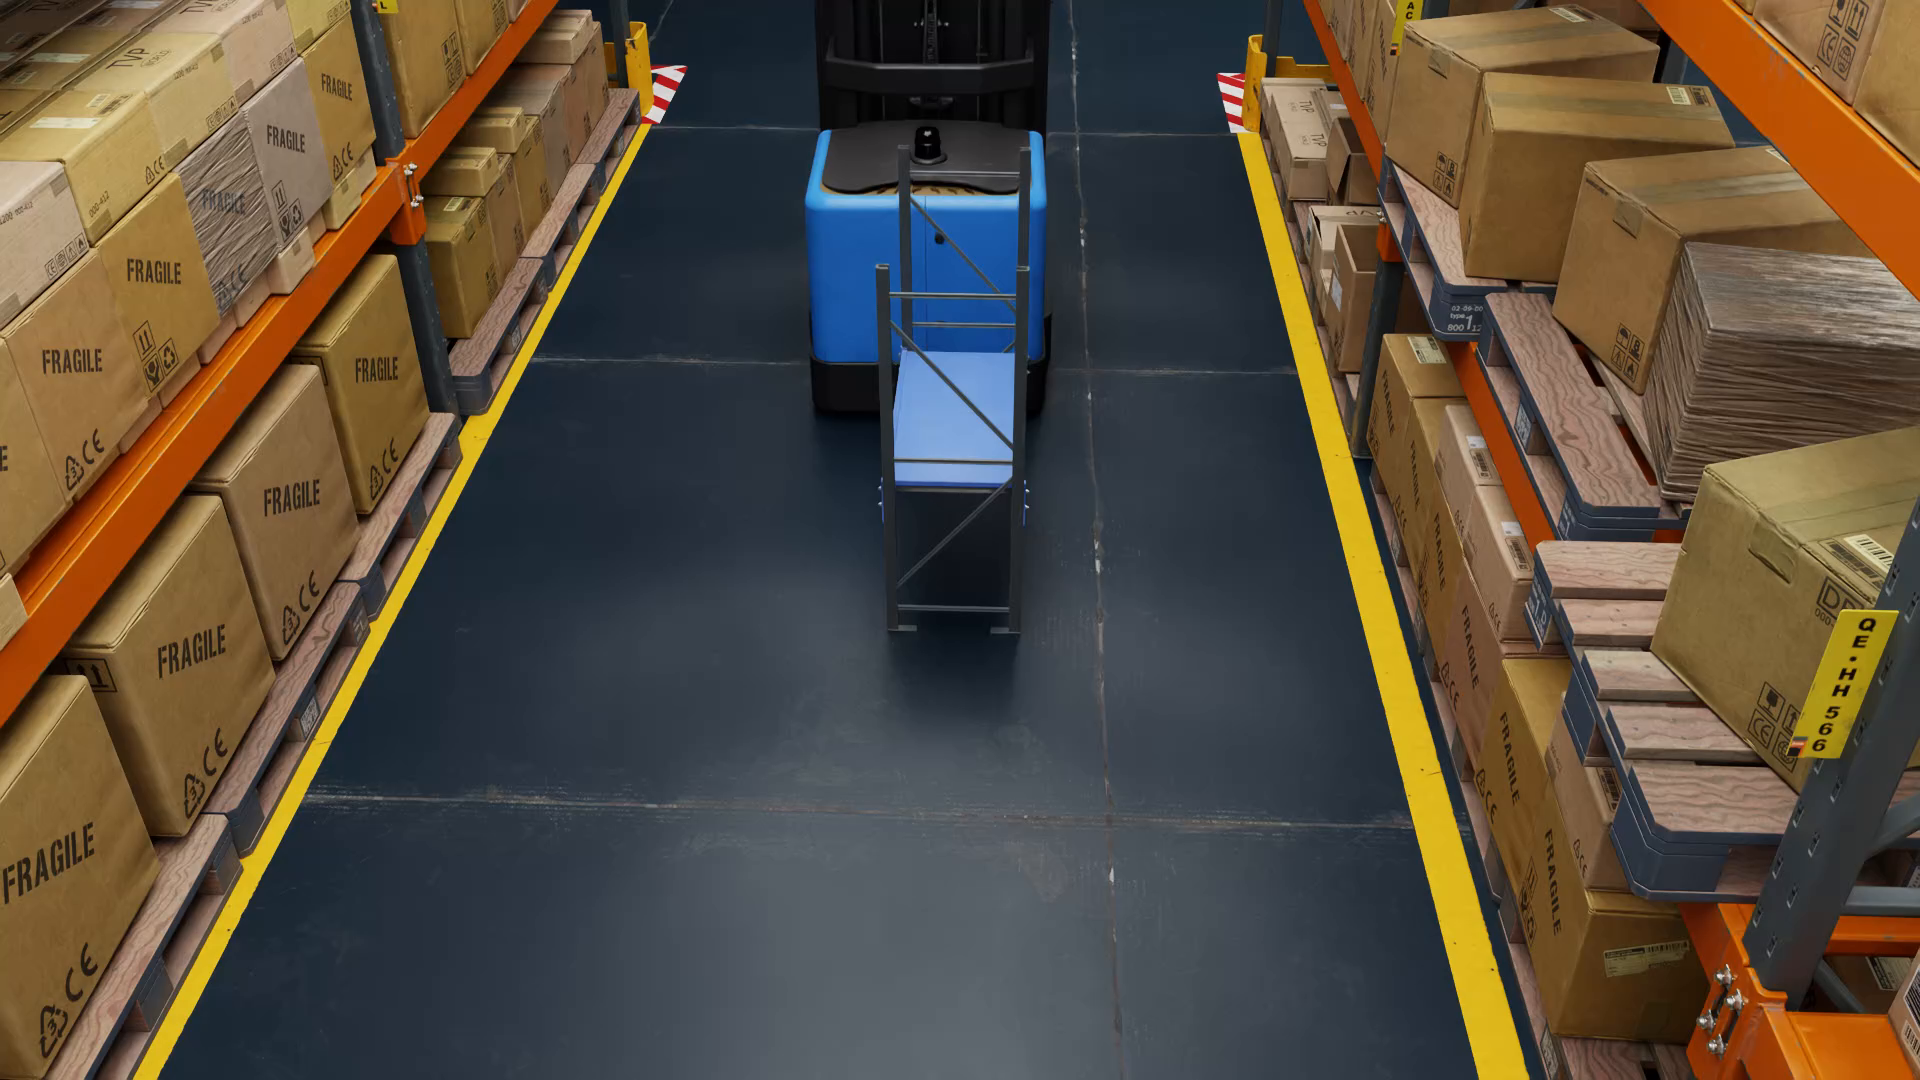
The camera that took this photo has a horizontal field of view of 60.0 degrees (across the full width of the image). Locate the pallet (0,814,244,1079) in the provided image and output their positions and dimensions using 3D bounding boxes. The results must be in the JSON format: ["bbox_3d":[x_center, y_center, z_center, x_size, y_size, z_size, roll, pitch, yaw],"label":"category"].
[{"bbox_3d":[-2.790,1.276,4.750,1.003,0.211,1.213,1,35,2],"label":"pallet"}]

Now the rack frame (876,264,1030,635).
[{"bbox_3d":[-0.024,-0.273,5.833,0.500,1.500,0.032,1,35,2],"label":"rack frame"}]

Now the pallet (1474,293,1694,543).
[{"bbox_3d":[2.126,-0.340,4.792,1.003,0.211,1.213,1,35,2],"label":"pallet"}]

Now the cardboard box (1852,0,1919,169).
[{"bbox_3d":[2.037,-0.821,2.613,0.910,0.500,0.500,1,35,2],"label":"cardboard box"}]

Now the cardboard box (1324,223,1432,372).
[{"bbox_3d":[1.953,-1.090,7.484,0.500,0.500,0.500,1,35,2],"label":"cardboard box"}]

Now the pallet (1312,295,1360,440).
[{"bbox_3d":[2.242,-0.853,7.780,1.003,0.211,1.213,1,35,2],"label":"pallet"}]

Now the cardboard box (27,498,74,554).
[{"bbox_3d":[-2.650,-0.094,4.477,0.380,0.149,0.250,2,35,3],"label":"cardboard box"}]

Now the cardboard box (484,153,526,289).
[{"bbox_3d":[-2.580,-1.576,8.193,0.700,0.500,0.500,1,35,1],"label":"cardboard box"}]

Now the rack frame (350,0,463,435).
[{"bbox_3d":[-2.736,-1.711,6.576,1.000,3.000,0.127,1,35,2],"label":"rack frame"}]

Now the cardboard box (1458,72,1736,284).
[{"bbox_3d":[2.007,-1.148,5.323,0.700,0.500,0.500,7,36,9],"label":"cardboard box"}]

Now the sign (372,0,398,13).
[{"bbox_3d":[-2.194,-2.146,6.256,0.100,0.325,0.005,1,35,2],"label":"sign"}]

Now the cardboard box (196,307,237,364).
[{"bbox_3d":[-2.562,-0.687,5.320,0.380,0.149,0.250,0,35,1],"label":"cardboard box"}]

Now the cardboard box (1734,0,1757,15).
[{"bbox_3d":[2.078,-1.412,3.455,0.910,0.500,0.500,1,35,2],"label":"cardboard box"}]

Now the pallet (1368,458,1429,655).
[{"bbox_3d":[2.219,0.010,6.552,1.003,0.211,1.213,1,35,2],"label":"pallet"}]

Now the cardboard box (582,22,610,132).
[{"bbox_3d":[-2.504,-2.754,9.869,0.700,0.500,0.500,1,35,2],"label":"cardboard box"}]

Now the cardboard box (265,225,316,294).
[{"bbox_3d":[-2.461,-0.970,5.722,0.380,0.149,0.250,1,35,2],"label":"cardboard box"}]

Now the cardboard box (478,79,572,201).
[{"bbox_3d":[-2.543,-2.178,9.049,0.700,0.500,0.500,0,35,0],"label":"cardboard box"}]

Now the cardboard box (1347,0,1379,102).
[{"bbox_3d":[1.997,-2.229,7.226,0.500,0.500,0.500,2,35,3],"label":"cardboard box"}]

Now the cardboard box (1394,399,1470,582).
[{"bbox_3d":[1.940,-0.177,6.185,0.500,0.500,0.500,2,35,3],"label":"cardboard box"}]

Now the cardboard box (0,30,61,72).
[{"bbox_3d":[-3.044,-1.342,5.035,0.500,0.250,0.500,0,35,0],"label":"cardboard box"}]

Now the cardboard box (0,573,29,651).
[{"bbox_3d":[-2.538,0.202,4.055,0.380,0.149,0.250,2,35,3],"label":"cardboard box"}]

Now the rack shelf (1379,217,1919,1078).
[{"bbox_3d":[2.133,-0.156,4.988,1.077,0.370,4.000,1,35,2],"label":"rack shelf"}]

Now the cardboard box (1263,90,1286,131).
[{"bbox_3d":[2.004,-2.542,9.839,0.380,0.166,0.250,1,35,2],"label":"cardboard box"}]

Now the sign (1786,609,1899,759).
[{"bbox_3d":[1.510,0.251,2.847,0.100,0.325,0.005,1,35,2],"label":"sign"}]

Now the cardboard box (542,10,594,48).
[{"bbox_3d":[-2.327,-2.942,9.571,0.380,0.149,0.250,1,35,1],"label":"cardboard box"}]

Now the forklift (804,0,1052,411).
[{"bbox_3d":[-0.125,-2.587,7.882,1.130,2.935,3.031,0,35,1],"label":"forklift"}]

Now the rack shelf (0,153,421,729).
[{"bbox_3d":[-2.817,-0.268,5.148,1.077,0.370,4.000,1,35,2],"label":"rack shelf"}]

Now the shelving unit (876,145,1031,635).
[{"bbox_3d":[-0.003,-0.565,6.249,0.538,1.500,1.048,1,35,2],"label":"shelving unit"}]

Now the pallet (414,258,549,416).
[{"bbox_3d":[-2.628,-1.006,7.997,1.003,0.211,1.213,1,35,2],"label":"pallet"}]

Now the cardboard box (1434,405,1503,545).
[{"bbox_3d":[1.910,-0.216,5.588,0.500,0.250,0.500,1,35,2],"label":"cardboard box"}]

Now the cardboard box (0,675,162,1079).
[{"bbox_3d":[-2.736,0.875,4.401,0.750,0.750,0.750,1,35,1],"label":"cardboard box"}]

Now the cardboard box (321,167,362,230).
[{"bbox_3d":[-2.453,-1.270,6.150,0.380,0.149,0.250,2,35,3],"label":"cardboard box"}]

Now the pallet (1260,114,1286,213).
[{"bbox_3d":[2.340,-2.255,9.775,1.003,0.211,1.213,1,35,2],"label":"pallet"}]

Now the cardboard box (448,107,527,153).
[{"bbox_3d":[-2.387,-2.046,8.296,0.380,0.149,0.250,0,35,1],"label":"cardboard box"}]

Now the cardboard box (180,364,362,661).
[{"bbox_3d":[-2.665,-0.116,5.811,0.750,0.750,0.750,2,35,3],"label":"cardboard box"}]

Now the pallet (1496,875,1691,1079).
[{"bbox_3d":[2.121,1.412,4.558,1.003,0.211,1.213,1,35,2],"label":"pallet"}]

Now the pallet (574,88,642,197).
[{"bbox_3d":[-2.530,-2.407,9.992,1.003,0.211,1.213,1,35,2],"label":"pallet"}]

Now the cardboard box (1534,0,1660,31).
[{"bbox_3d":[2.514,-2.313,6.476,0.500,0.500,0.500,2,35,3],"label":"cardboard box"}]

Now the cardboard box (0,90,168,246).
[{"bbox_3d":[-2.570,-1.035,4.599,0.500,0.250,0.500,1,35,1],"label":"cardboard box"}]

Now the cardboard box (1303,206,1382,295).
[{"bbox_3d":[1.983,-1.444,8.151,0.500,0.311,0.500,1,35,2],"label":"cardboard box"}]

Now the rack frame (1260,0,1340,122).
[{"bbox_3d":[2.374,-3.897,9.687,1.000,3.000,0.127,1,35,2],"label":"rack frame"}]

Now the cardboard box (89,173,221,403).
[{"bbox_3d":[-2.557,-0.742,4.834,0.500,0.500,0.500,2,35,3],"label":"cardboard box"}]

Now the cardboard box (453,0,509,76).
[{"bbox_3d":[-2.663,-2.565,7.530,0.980,0.700,0.700,0,35,1],"label":"cardboard box"}]

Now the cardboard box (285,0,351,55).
[{"bbox_3d":[-2.499,-1.915,5.850,0.500,0.250,0.500,2,35,3],"label":"cardboard box"}]

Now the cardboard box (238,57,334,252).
[{"bbox_3d":[-2.514,-1.318,5.653,0.500,0.500,0.500,2,35,2],"label":"cardboard box"}]

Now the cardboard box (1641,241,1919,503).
[{"bbox_3d":[2.193,-0.399,4.257,0.700,0.500,0.500,8,36,11],"label":"cardboard box"}]

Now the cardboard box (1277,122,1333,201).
[{"bbox_3d":[2.029,-2.072,9.098,0.500,0.250,0.500,1,35,2],"label":"cardboard box"}]

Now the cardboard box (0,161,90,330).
[{"bbox_3d":[-2.584,-0.742,4.182,0.500,0.250,0.500,2,35,2],"label":"cardboard box"}]

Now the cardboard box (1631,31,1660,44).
[{"bbox_3d":[2.506,-1.927,6.796,0.500,0.500,0.500,2,35,3],"label":"cardboard box"}]

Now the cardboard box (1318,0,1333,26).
[{"bbox_3d":[2.033,-2.817,8.063,0.500,0.500,0.500,2,35,3],"label":"cardboard box"}]

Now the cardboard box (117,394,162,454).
[{"bbox_3d":[-2.602,-0.384,4.889,0.380,0.149,0.250,2,35,2],"label":"cardboard box"}]

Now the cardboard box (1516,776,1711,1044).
[{"bbox_3d":[1.856,0.999,4.511,0.500,0.500,0.500,3,35,4],"label":"cardboard box"}]

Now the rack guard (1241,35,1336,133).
[{"bbox_3d":[2.371,-2.831,10.343,1.175,0.500,0.348,1,35,2],"label":"rack guard"}]

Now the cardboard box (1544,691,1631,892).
[{"bbox_3d":[1.854,0.660,4.342,0.500,0.250,0.500,3,35,4],"label":"cardboard box"}]

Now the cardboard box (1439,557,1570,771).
[{"bbox_3d":[1.892,0.400,5.363,0.500,0.500,0.500,0,35,0],"label":"cardboard box"}]

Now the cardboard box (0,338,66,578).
[{"bbox_3d":[-2.591,-0.158,4.003,0.500,0.500,0.500,2,35,3],"label":"cardboard box"}]
